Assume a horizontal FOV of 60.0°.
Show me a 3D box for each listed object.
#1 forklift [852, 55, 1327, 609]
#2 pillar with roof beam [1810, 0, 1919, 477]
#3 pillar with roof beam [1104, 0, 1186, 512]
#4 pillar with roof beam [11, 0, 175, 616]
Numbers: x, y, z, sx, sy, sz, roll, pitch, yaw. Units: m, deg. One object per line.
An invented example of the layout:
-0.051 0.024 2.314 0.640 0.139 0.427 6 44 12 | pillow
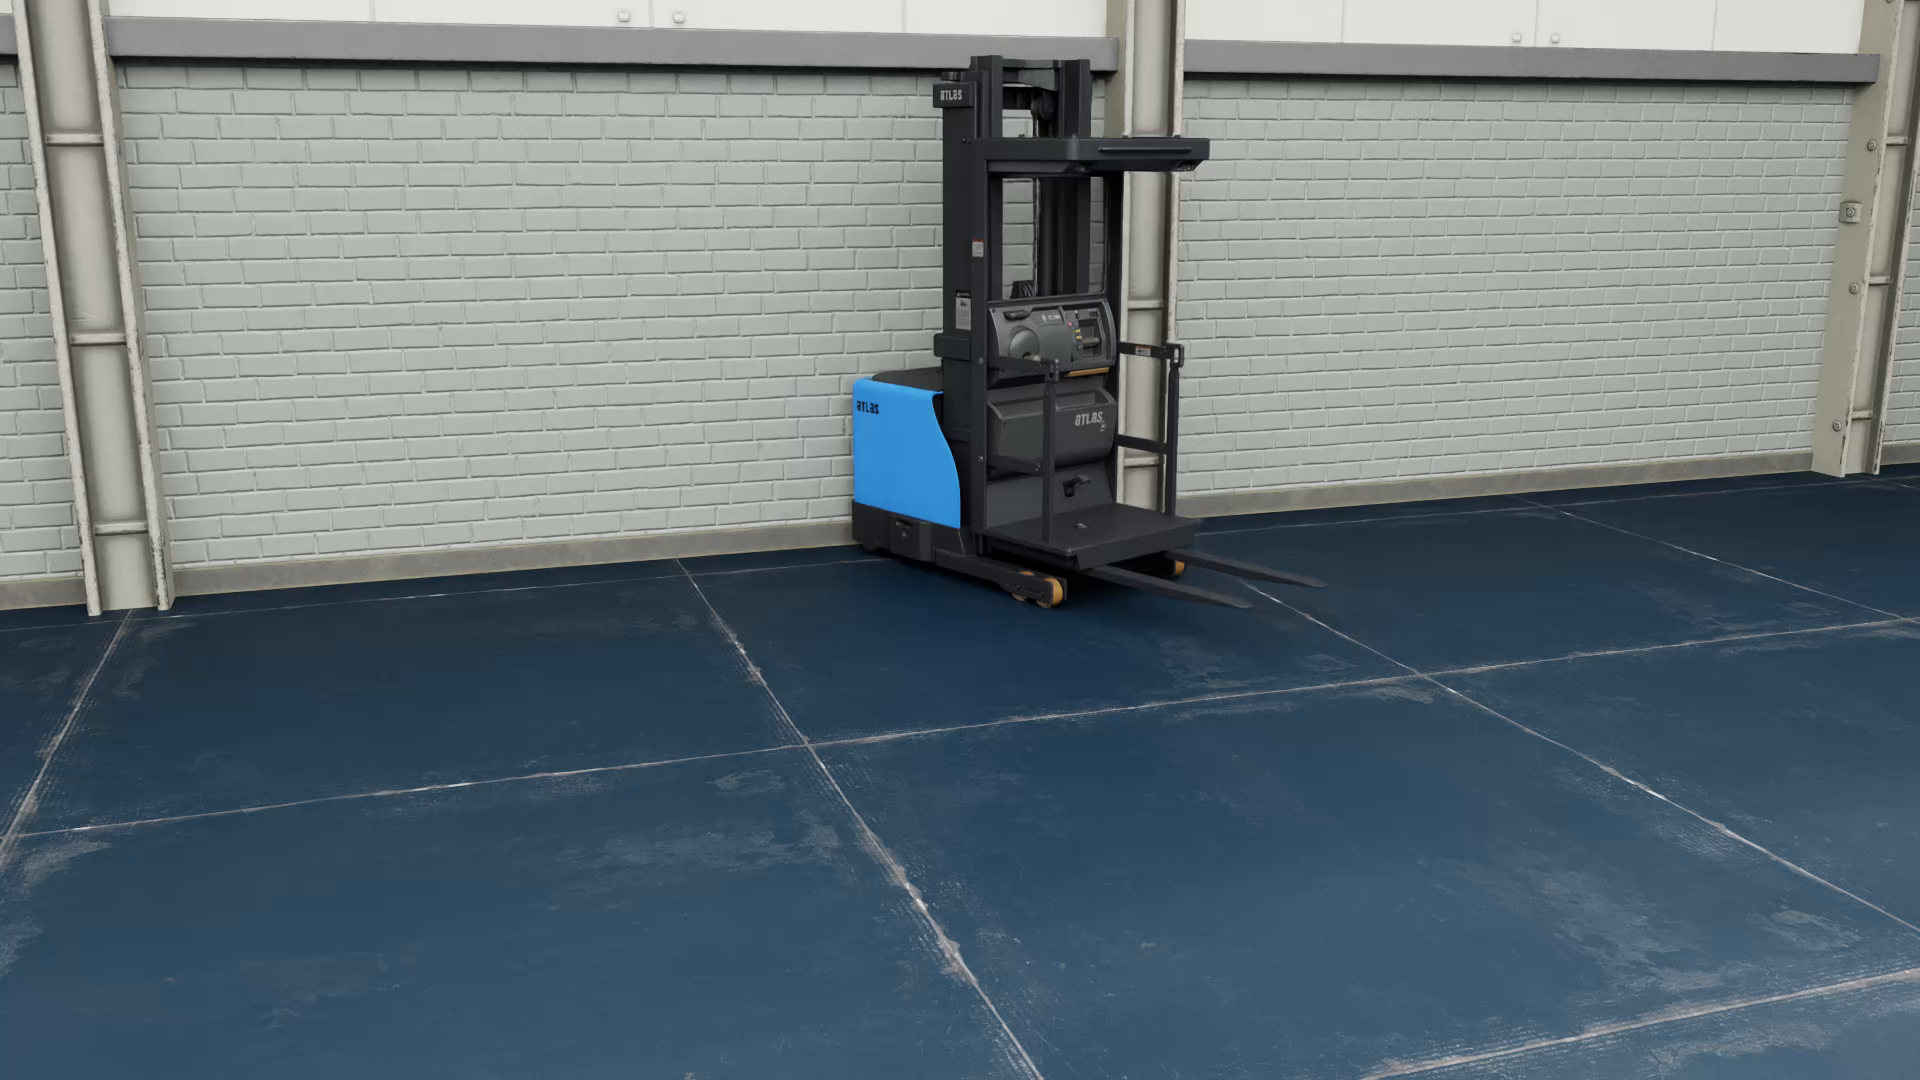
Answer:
0.674 -1.187 9.301 1.130 2.935 3.031 -11 18 -40 | forklift
8.204 -3.960 7.847 0.400 9.000 9.100 -4 14 -18 | pillar with roof beam
2.517 -3.518 5.985 0.400 9.000 9.100 -4 14 -18 | pillar with roof beam
-3.170 -3.075 4.123 0.400 9.000 9.100 -4 14 -18 | pillar with roof beam
